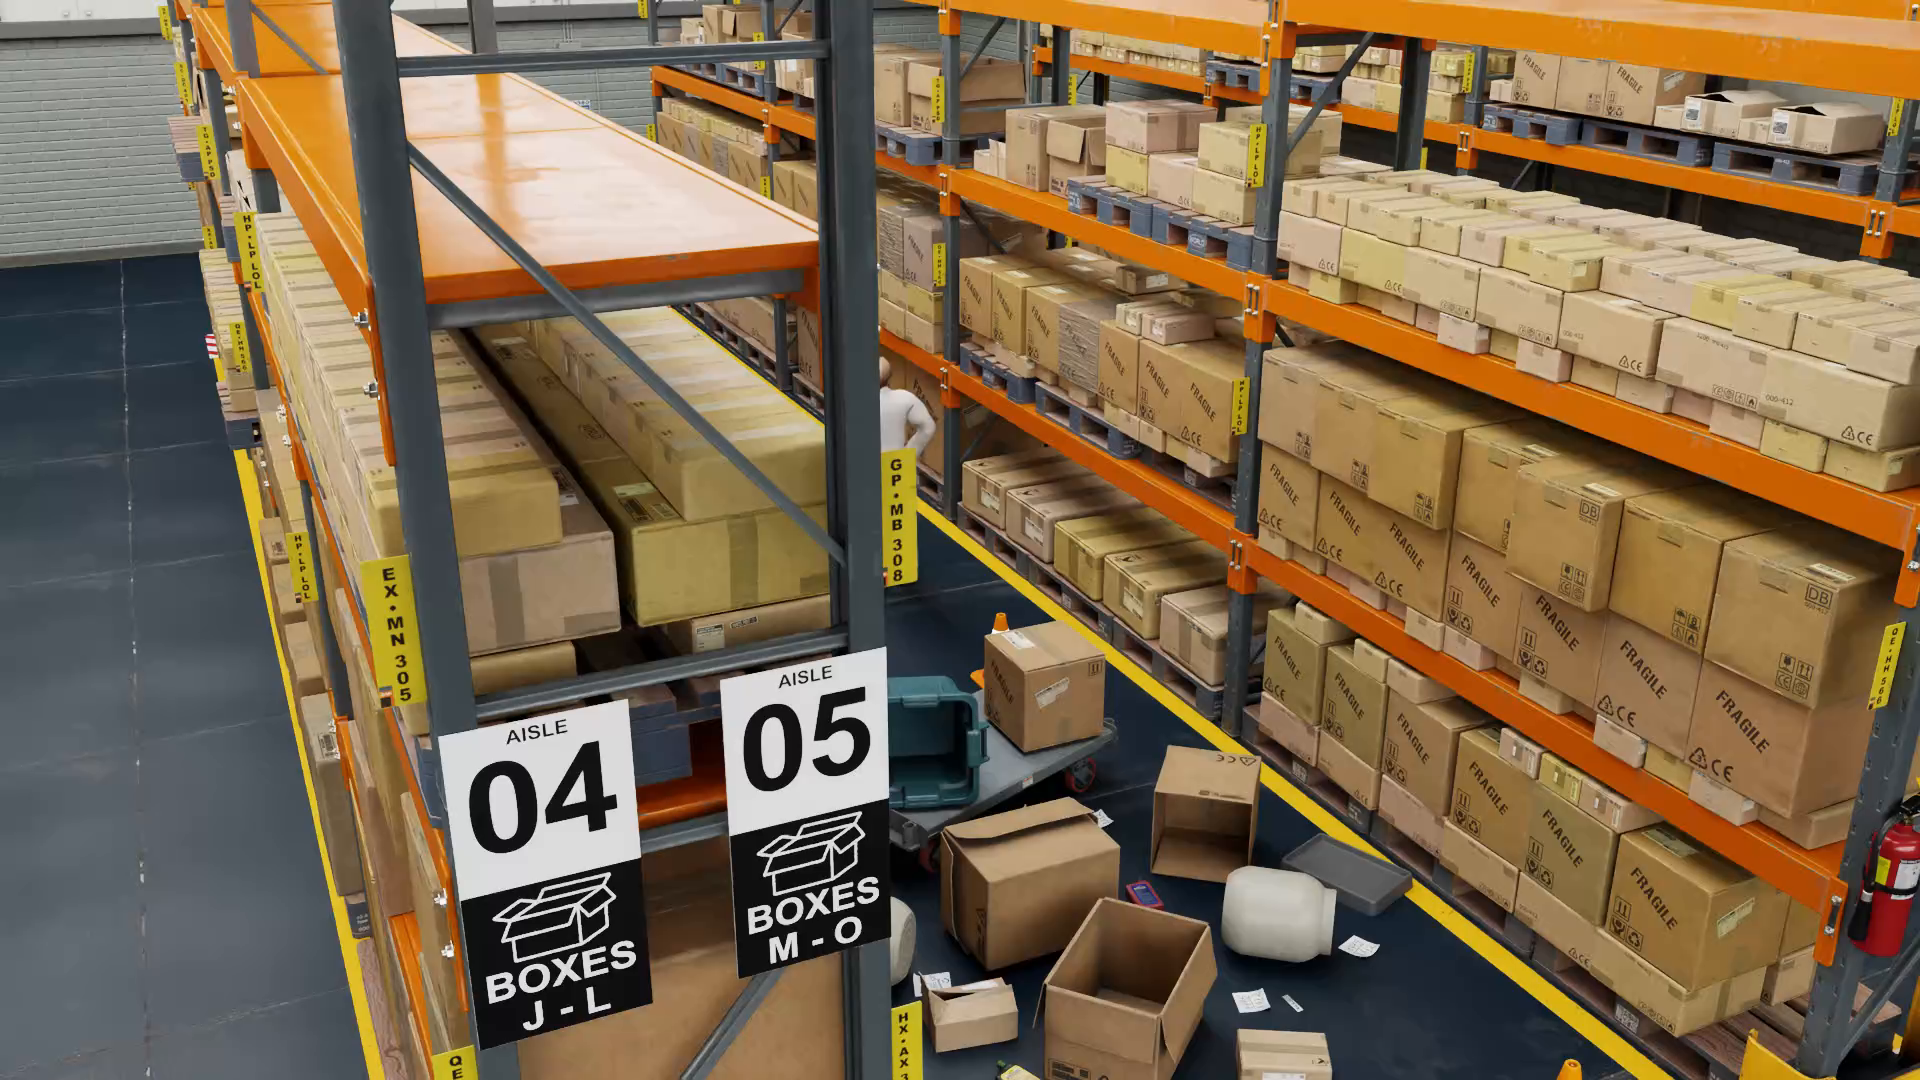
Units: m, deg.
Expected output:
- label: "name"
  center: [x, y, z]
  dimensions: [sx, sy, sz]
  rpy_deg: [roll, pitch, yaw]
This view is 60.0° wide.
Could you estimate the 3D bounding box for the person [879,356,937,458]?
- label: "person"
  center: [-0.597, -0.501, 11.934]
  dimensions: [0.745, 1.750, 0.545]
  rpy_deg: [-11, 24, -25]
